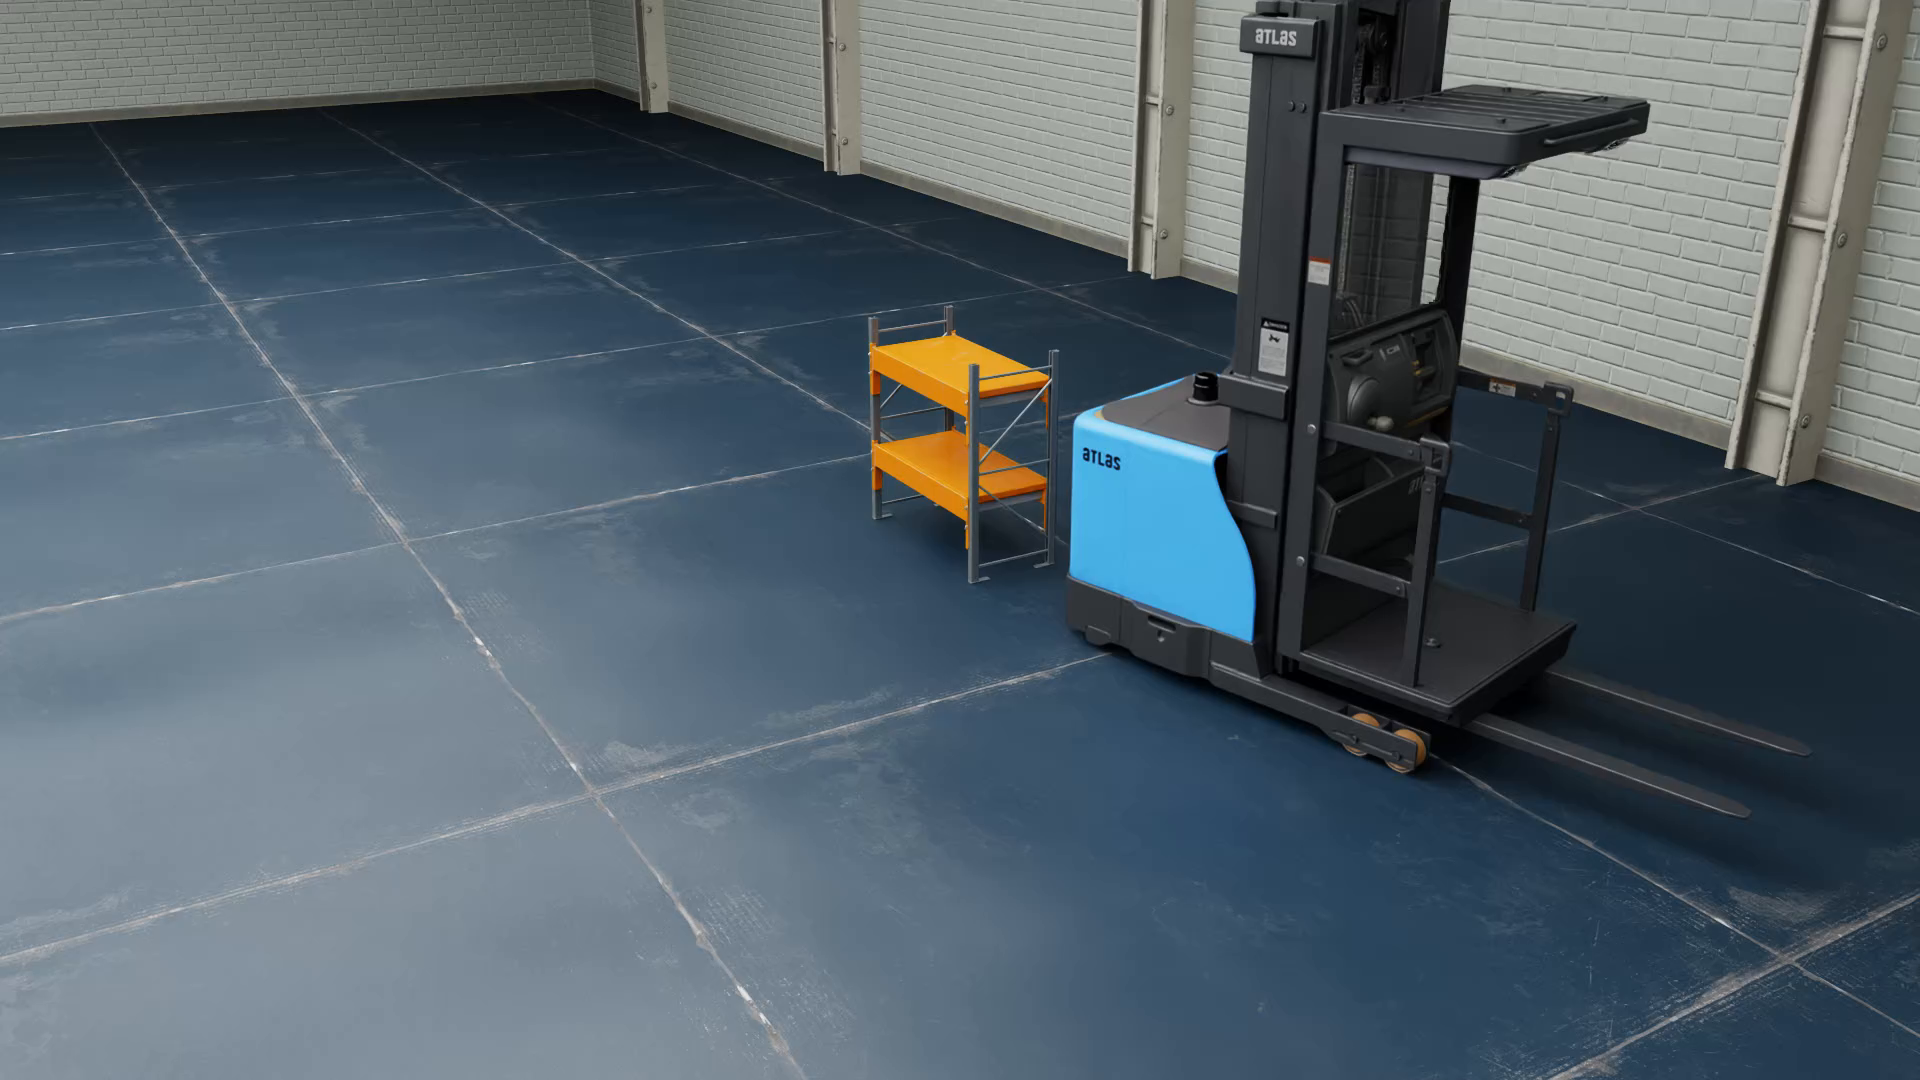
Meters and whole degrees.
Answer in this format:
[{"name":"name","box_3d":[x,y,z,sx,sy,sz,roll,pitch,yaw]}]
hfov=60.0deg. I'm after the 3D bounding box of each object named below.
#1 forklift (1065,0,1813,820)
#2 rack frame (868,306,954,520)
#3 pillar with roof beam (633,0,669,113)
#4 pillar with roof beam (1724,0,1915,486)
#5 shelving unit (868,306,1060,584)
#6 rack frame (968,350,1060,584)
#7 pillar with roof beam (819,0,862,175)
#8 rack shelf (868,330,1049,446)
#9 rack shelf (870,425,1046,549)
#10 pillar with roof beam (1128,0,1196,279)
[{"name":"forklift","box_3d":[1.896,-0.662,6.548,3.031,2.935,1.130,20,29,40]},{"name":"rack frame","box_3d":[-0.256,-0.683,8.999,0.500,1.125,0.032,-13,25,-28]},{"name":"pillar with roof beam","box_3d":[-8.123,-9.569,20.402,9.100,9.000,0.400,-13,25,-28]},{"name":"pillar with roof beam","box_3d":[1.072,-3.742,6.067,9.100,9.000,0.400,-13,25,-28]},{"name":"shelving unit","box_3d":[0.003,-0.519,8.594,0.538,1.125,1.048,-13,25,-28]},{"name":"rack frame","box_3d":[0.263,-0.354,8.189,0.500,1.125,0.032,-13,25,-28]},{"name":"pillar with roof beam","box_3d":[-5.058,-7.626,15.624,9.100,9.000,0.400,-13,25,-28]},{"name":"rack shelf","box_3d":[0.003,-0.790,8.484,0.538,0.278,1.000,-13,25,-28]},{"name":"rack shelf","box_3d":[0.003,-0.292,8.686,0.538,0.278,1.000,-13,25,-28]},{"name":"pillar with roof beam","box_3d":[-1.993,-5.684,10.845,9.100,9.000,0.400,-13,25,-28]}]
